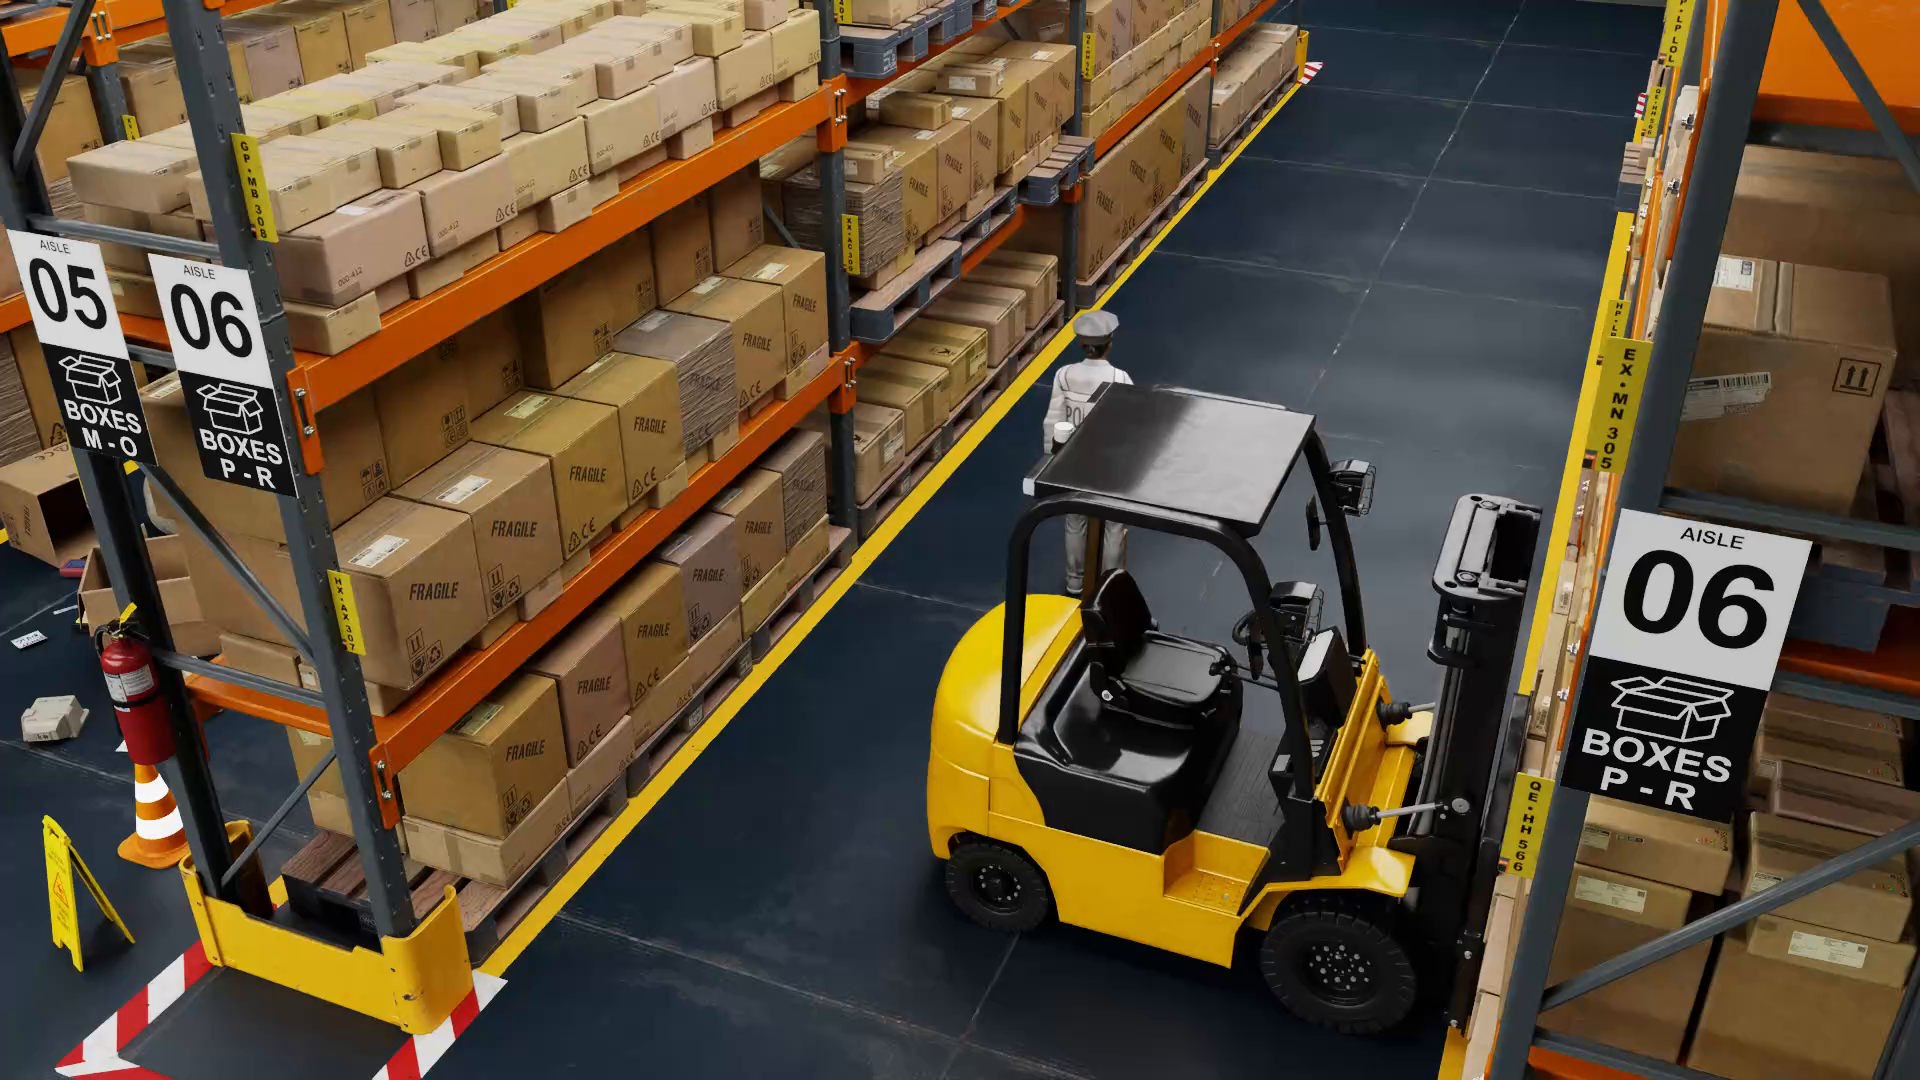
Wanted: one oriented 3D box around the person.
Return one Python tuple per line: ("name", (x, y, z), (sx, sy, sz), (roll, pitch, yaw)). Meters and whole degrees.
("person", (0.730, -0.431, 9.137), (0.547, 1.667, 0.408), (10, 31, 17))
